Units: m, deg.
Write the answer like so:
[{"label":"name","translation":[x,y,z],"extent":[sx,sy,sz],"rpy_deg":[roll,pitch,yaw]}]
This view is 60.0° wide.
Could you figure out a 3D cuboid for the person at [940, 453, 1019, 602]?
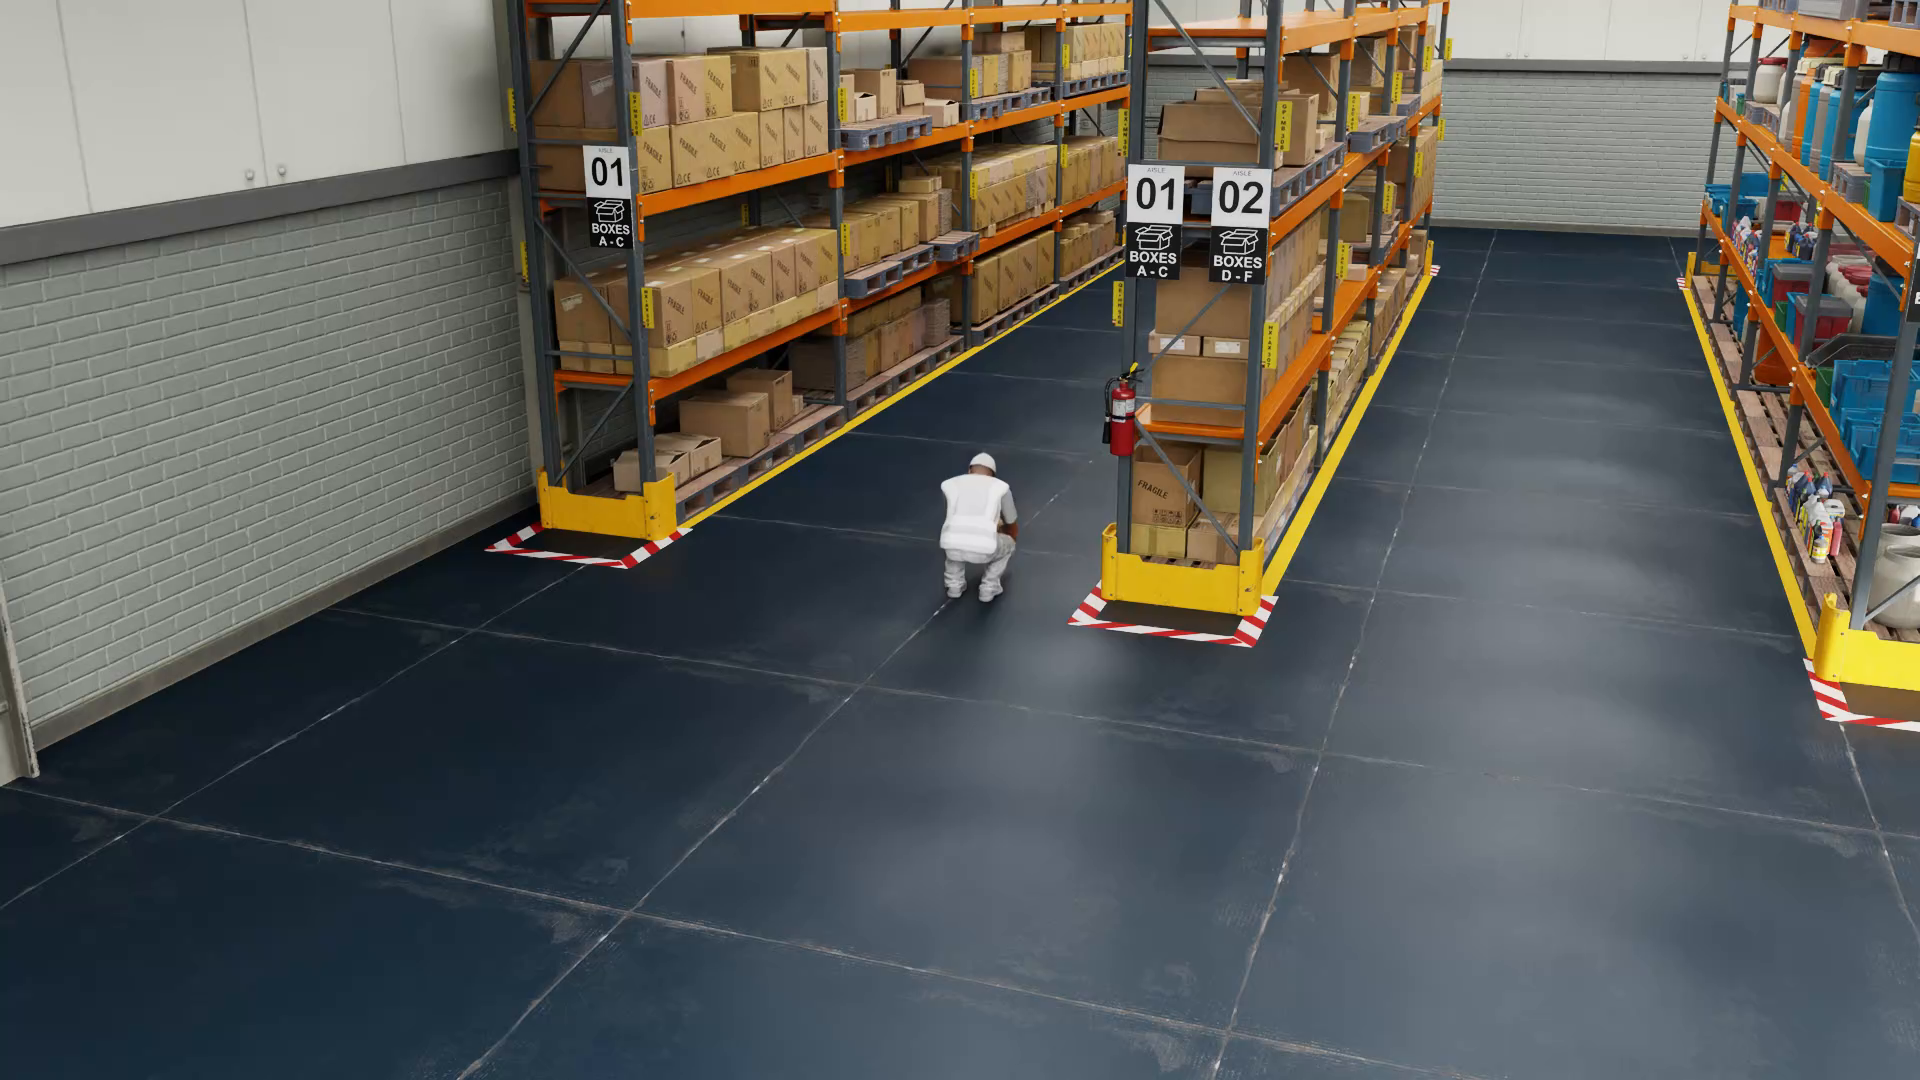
[{"label":"person","translation":[0.119,-0.100,12.591],"extent":[0.578,0.992,0.907],"rpy_deg":[6,19,18]}]
